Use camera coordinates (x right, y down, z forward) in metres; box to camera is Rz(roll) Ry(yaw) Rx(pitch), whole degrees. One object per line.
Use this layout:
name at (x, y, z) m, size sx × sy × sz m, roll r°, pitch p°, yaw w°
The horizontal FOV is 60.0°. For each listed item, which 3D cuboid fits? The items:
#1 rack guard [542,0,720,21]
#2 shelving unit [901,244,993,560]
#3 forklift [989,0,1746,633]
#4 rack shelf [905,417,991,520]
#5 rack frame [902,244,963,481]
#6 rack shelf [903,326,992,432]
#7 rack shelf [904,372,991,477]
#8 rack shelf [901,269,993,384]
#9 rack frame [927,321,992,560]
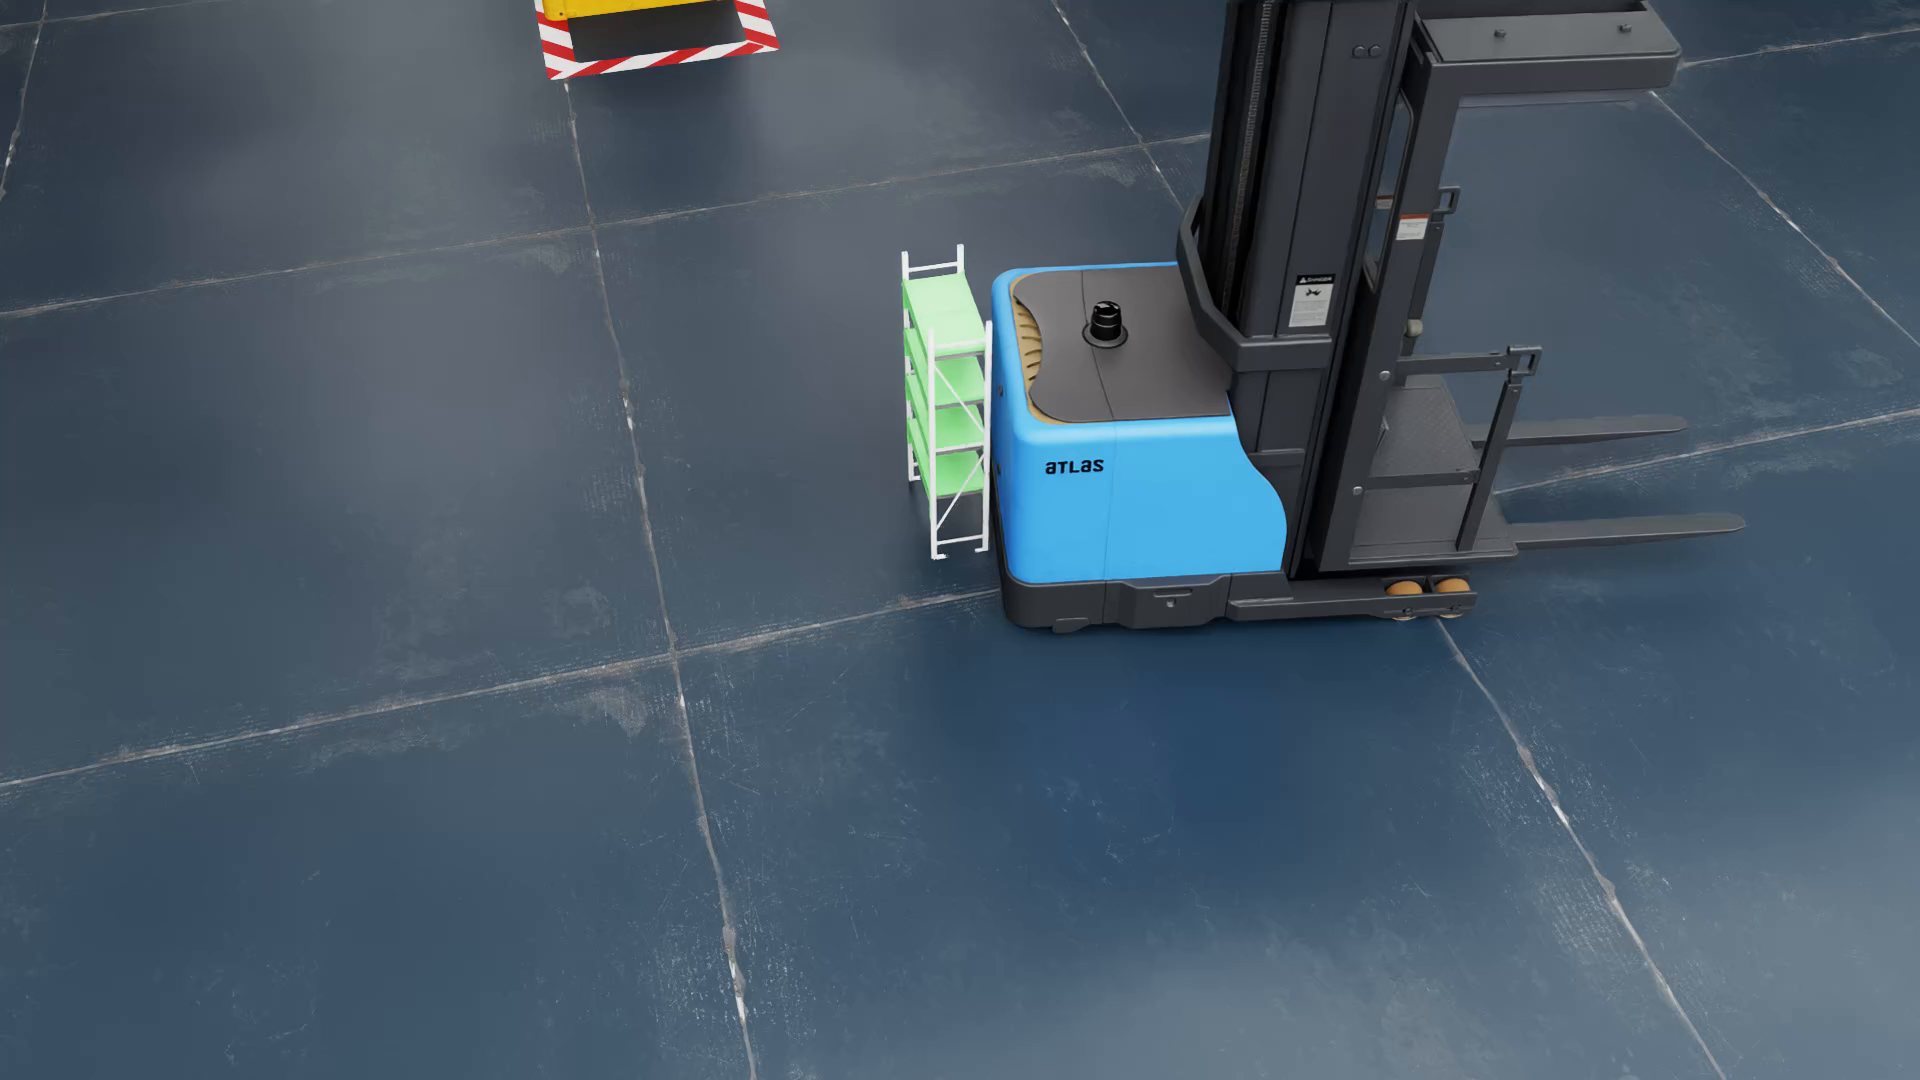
rack guard at (-1.987, -3.538, 10.118) m, size 1.175 × 0.500 × 0.348 m, roll -11°, pitch 47°, yaw -10°
shelving unit at (-0.053, -0.532, 6.682) m, size 0.258 × 1.200 × 0.503 m, roll -9°, pitch 46°, yaw -9°
forklift at (1.654, -1.079, 6.006) m, size 3.031 × 2.935 × 1.130 m, roll -3°, pitch 46°, yaw -3°
rack shelf at (-0.053, -0.320, 6.899) m, size 0.258 × 0.148 × 0.480 m, roll -9°, pitch 46°, yaw -9°
rack frame at (-0.105, -0.703, 6.849) m, size 0.240 × 1.200 × 0.015 m, roll -9°, pitch 46°, yaw -9°
rack shelf at (-0.053, -0.656, 6.557) m, size 0.258 × 0.148 × 0.480 m, roll -9°, pitch 46°, yaw -9°
rack shelf at (-0.053, -0.488, 6.728) m, size 0.258 × 0.148 × 0.480 m, roll -9°, pitch 46°, yaw -9°
rack shelf at (-0.053, -0.824, 6.385) m, size 0.258 × 0.148 × 0.480 m, roll -9°, pitch 46°, yaw -9°
rack frame at (-0.001, -0.362, 6.516) m, size 0.240 × 1.200 × 0.015 m, roll -9°, pitch 46°, yaw -9°
